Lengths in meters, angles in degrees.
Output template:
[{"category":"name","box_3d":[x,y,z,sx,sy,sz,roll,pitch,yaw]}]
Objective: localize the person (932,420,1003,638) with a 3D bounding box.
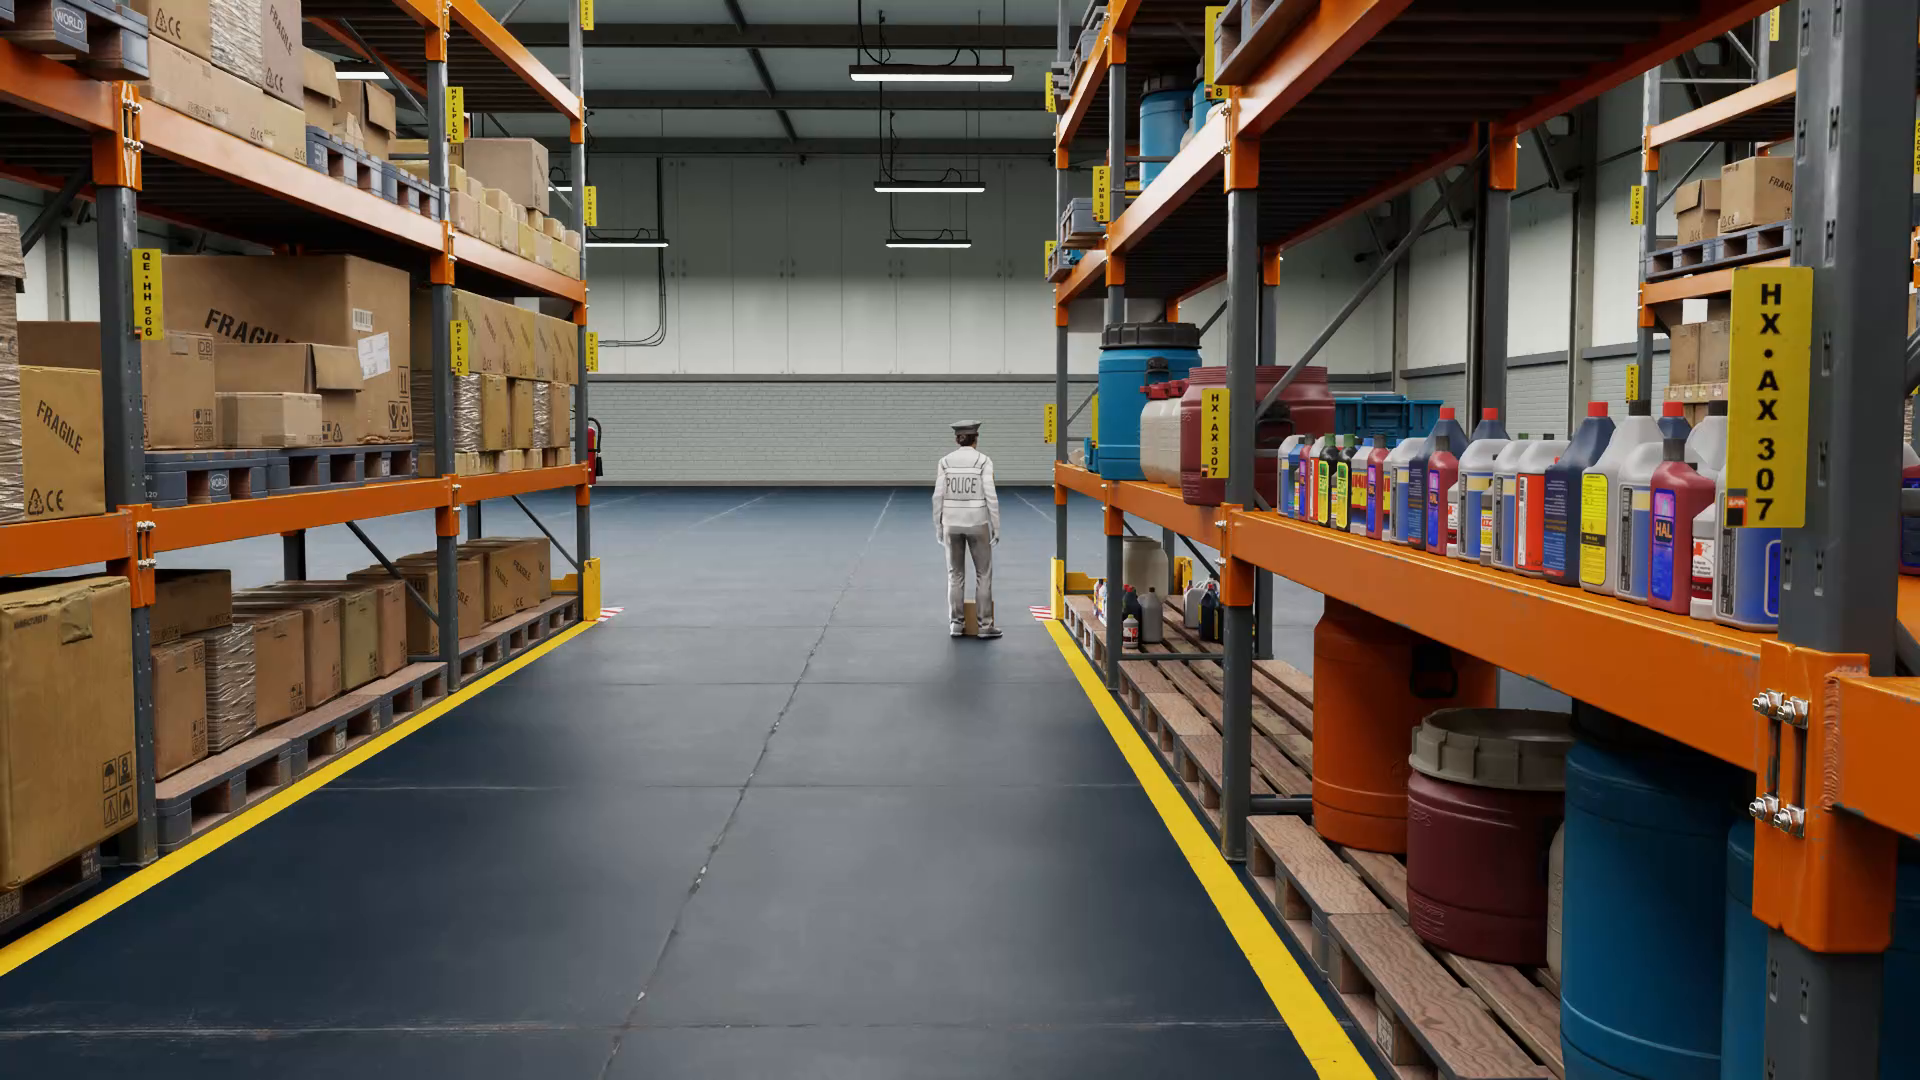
[{"category":"person","box_3d":[0.059,-0.086,12.742,0.525,1.663,0.410,1,4,17]}]
